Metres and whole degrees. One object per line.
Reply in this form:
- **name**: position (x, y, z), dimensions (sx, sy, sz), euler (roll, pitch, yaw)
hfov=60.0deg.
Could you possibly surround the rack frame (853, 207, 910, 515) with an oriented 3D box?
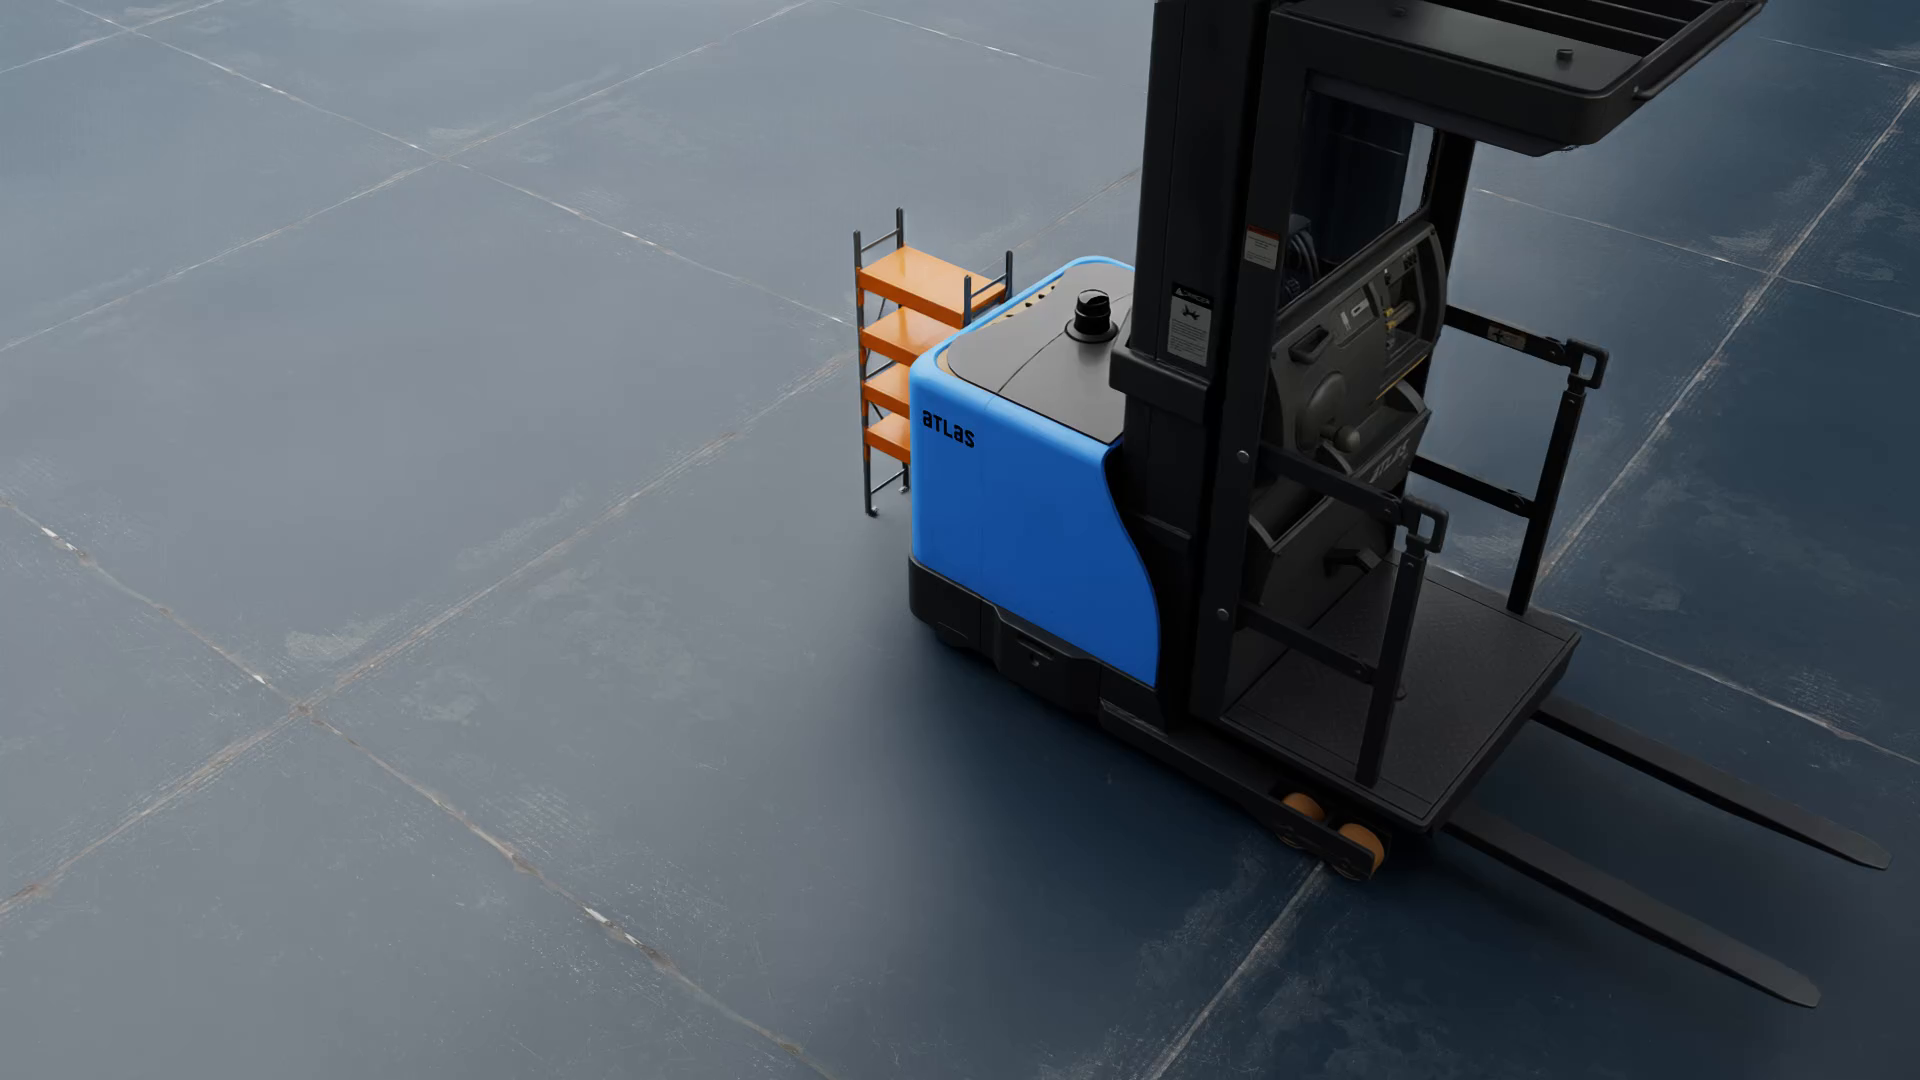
- **rack frame**: position (-0.280, -0.628, 6.079), dimensions (0.015, 1.200, 0.240), euler (27, 46, 30)

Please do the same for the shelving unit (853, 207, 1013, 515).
- **shelving unit**: position (-0.093, -0.532, 5.956), dimensions (0.503, 1.200, 0.258), euler (27, 46, 30)

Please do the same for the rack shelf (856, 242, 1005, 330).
- **rack shelf**: position (-0.093, -0.841, 5.714), dimensions (0.480, 0.148, 0.258), euler (27, 46, 30)

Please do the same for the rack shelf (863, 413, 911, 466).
- **rack shelf**: position (-0.093, -0.322, 6.120), dimensions (0.480, 0.148, 0.258), euler (27, 46, 30)

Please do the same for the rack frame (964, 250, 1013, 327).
- **rack frame**: position (0.095, -0.436, 5.833), dimensions (0.015, 1.200, 0.240), euler (27, 46, 30)

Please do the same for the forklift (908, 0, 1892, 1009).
- **forklift**: position (1.278, -0.513, 4.528), dimensions (3.031, 2.935, 1.130), euler (27, 46, 30)

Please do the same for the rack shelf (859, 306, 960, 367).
- **rack shelf**: position (-0.093, -0.655, 5.860), dimensions (0.480, 0.148, 0.258), euler (27, 46, 30)

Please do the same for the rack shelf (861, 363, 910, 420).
- **rack shelf**: position (-0.093, -0.479, 5.997), dimensions (0.480, 0.148, 0.258), euler (27, 46, 30)
